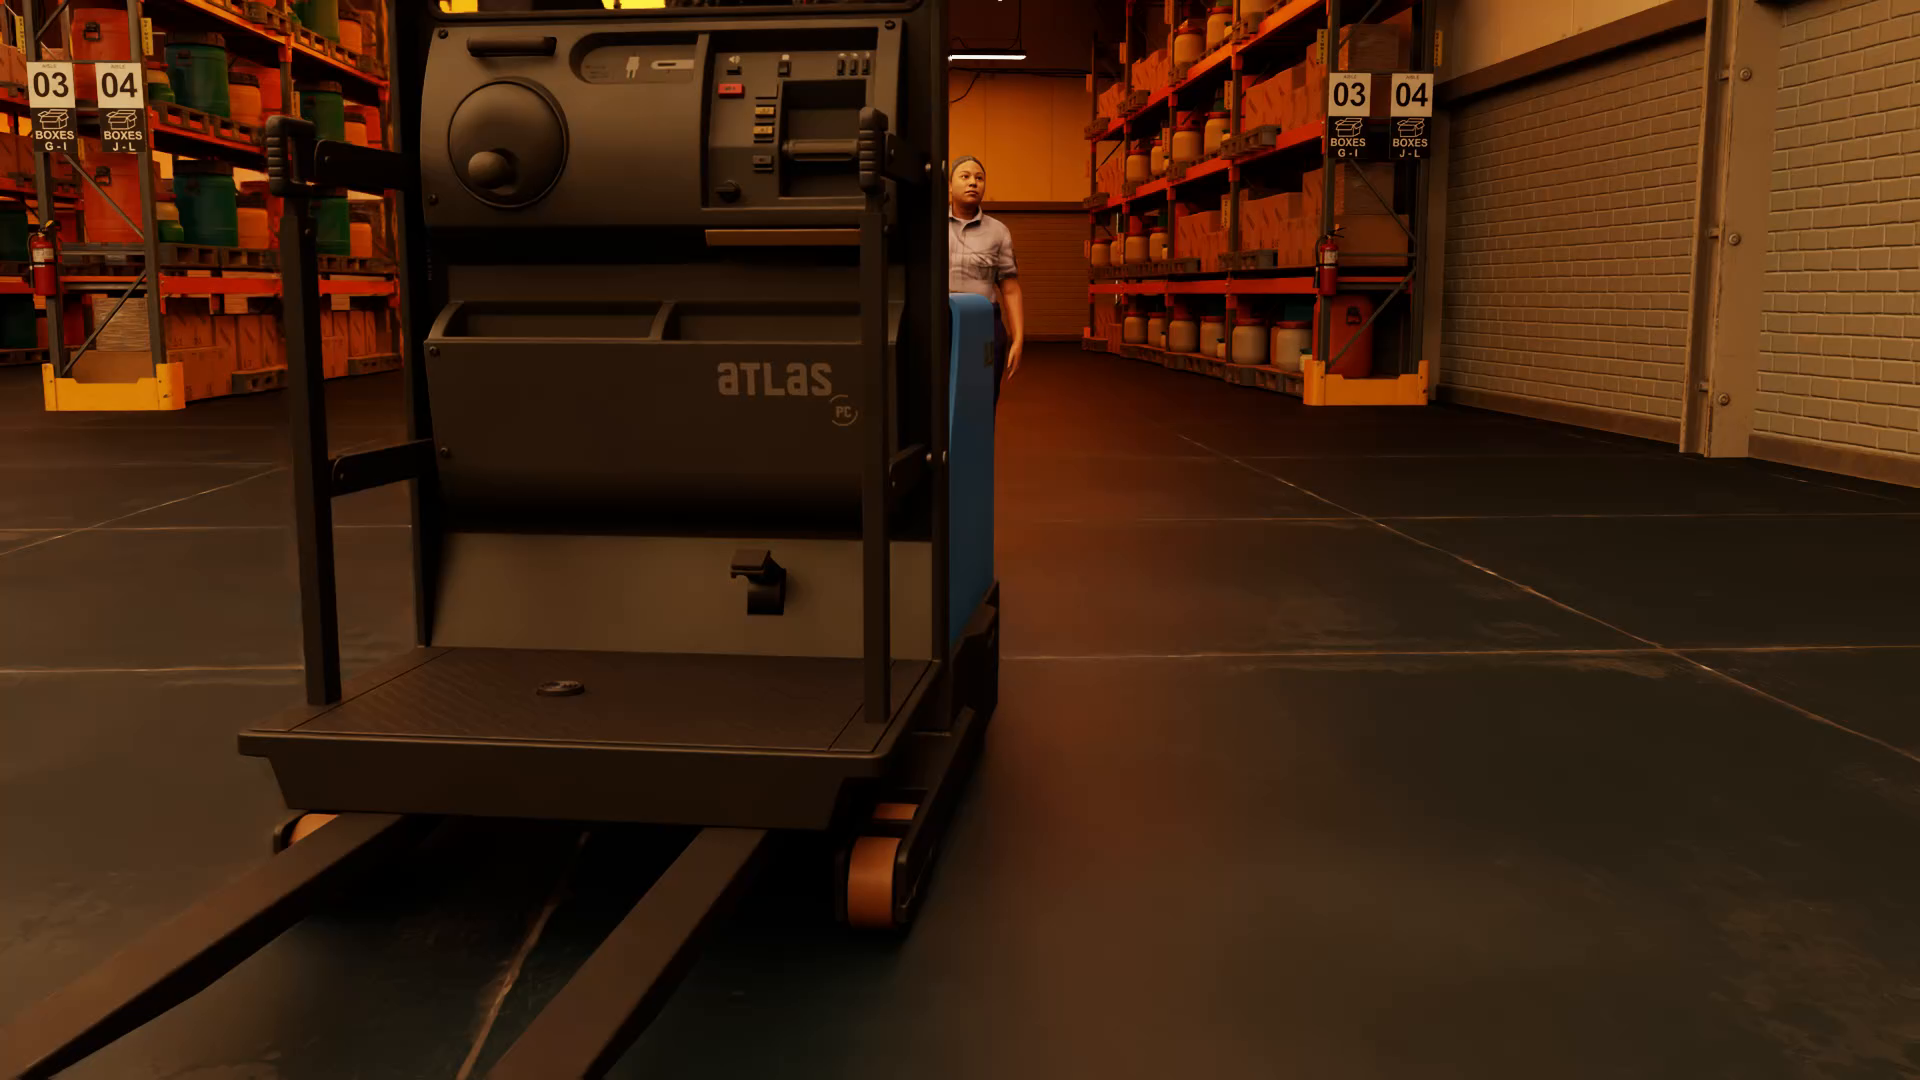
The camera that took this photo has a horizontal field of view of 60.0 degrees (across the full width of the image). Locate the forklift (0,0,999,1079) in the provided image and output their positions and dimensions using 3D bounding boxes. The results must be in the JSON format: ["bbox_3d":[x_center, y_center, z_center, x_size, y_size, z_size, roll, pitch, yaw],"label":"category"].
[{"bbox_3d":[-0.597,-0.837,2.966,1.130,2.935,3.031,1,9,7],"label":"forklift"}]

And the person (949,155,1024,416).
[{"bbox_3d":[-0.017,-0.810,7.098,0.598,1.651,0.503,-1,8,-4],"label":"person"}]
